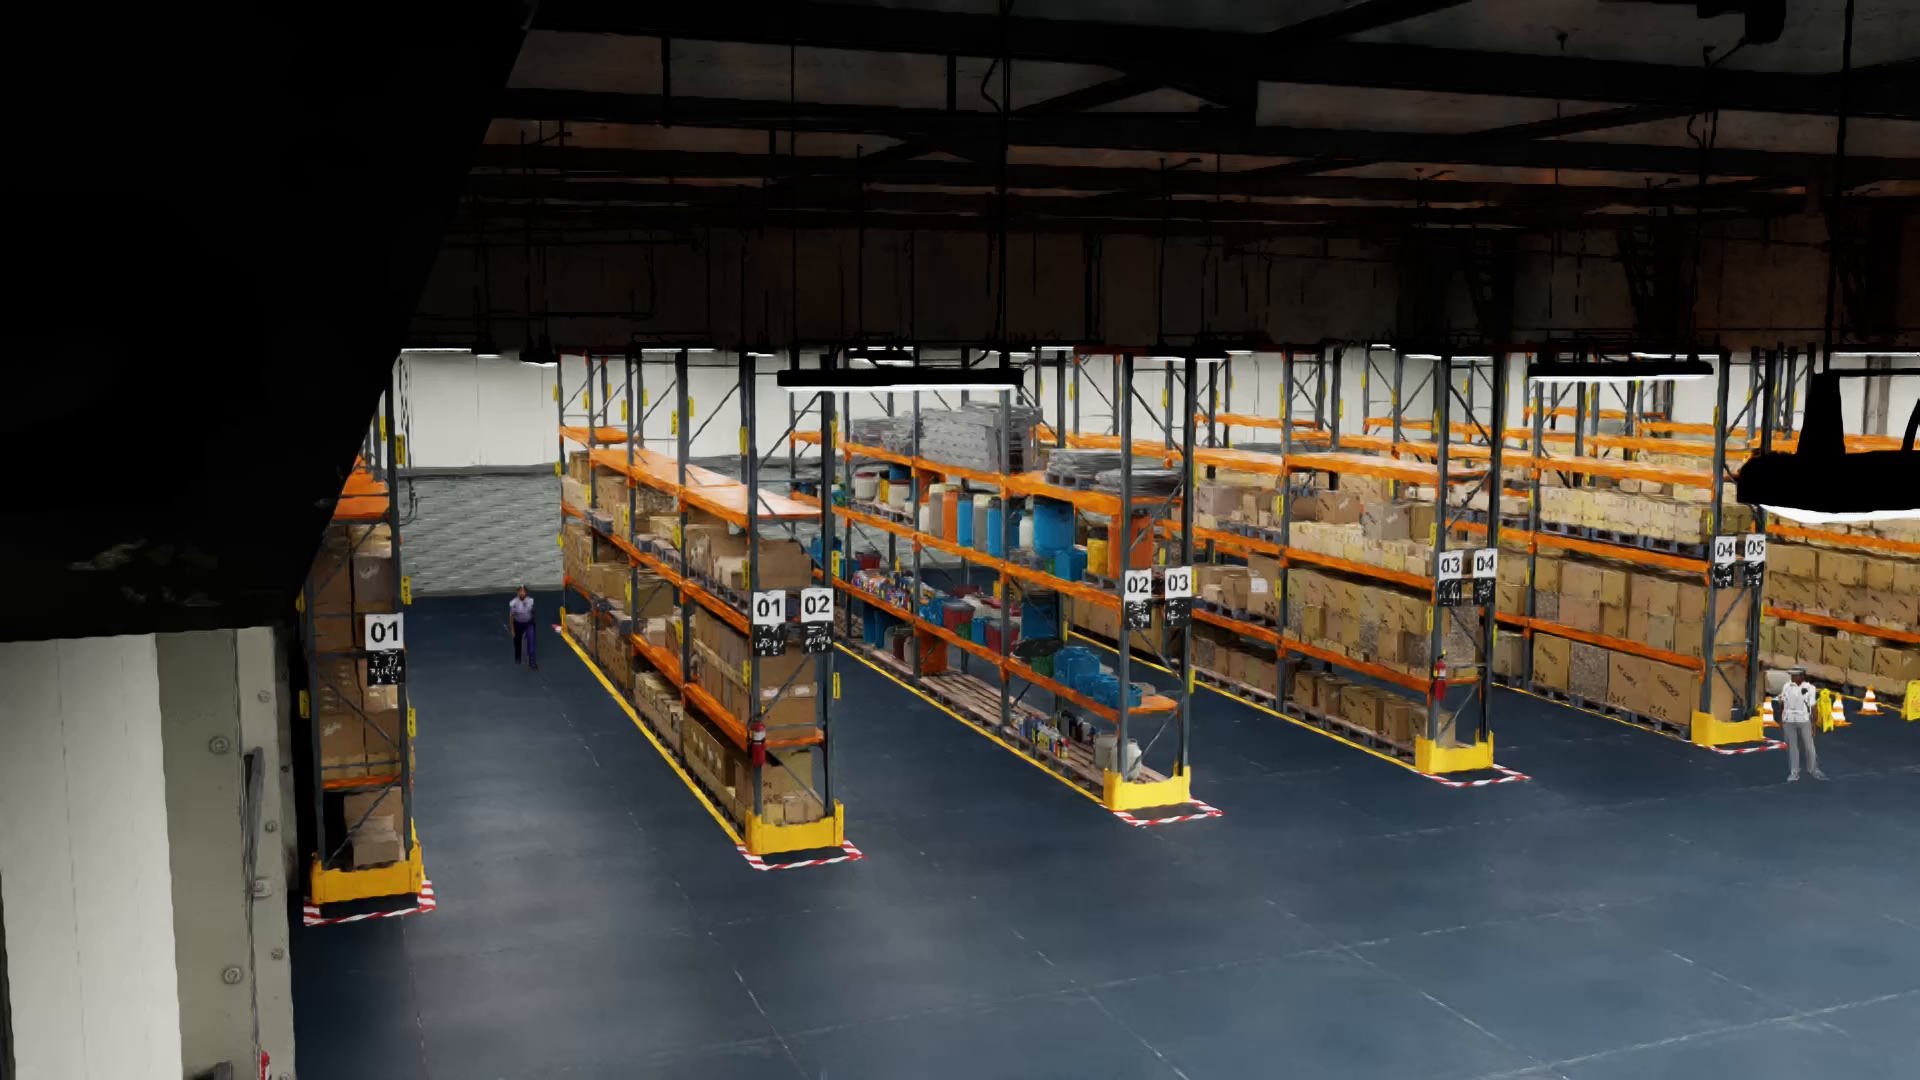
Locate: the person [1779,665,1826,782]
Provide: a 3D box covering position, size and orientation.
[{"bbox_3d":[11.783,2.559,23.232,0.629,1.655,0.461,6,9,38],"label":"person"}]

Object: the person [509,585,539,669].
[{"bbox_3d":[-8.179,1.599,31.084,0.479,1.567,1.090,-2,8,-19],"label":"person"}]
